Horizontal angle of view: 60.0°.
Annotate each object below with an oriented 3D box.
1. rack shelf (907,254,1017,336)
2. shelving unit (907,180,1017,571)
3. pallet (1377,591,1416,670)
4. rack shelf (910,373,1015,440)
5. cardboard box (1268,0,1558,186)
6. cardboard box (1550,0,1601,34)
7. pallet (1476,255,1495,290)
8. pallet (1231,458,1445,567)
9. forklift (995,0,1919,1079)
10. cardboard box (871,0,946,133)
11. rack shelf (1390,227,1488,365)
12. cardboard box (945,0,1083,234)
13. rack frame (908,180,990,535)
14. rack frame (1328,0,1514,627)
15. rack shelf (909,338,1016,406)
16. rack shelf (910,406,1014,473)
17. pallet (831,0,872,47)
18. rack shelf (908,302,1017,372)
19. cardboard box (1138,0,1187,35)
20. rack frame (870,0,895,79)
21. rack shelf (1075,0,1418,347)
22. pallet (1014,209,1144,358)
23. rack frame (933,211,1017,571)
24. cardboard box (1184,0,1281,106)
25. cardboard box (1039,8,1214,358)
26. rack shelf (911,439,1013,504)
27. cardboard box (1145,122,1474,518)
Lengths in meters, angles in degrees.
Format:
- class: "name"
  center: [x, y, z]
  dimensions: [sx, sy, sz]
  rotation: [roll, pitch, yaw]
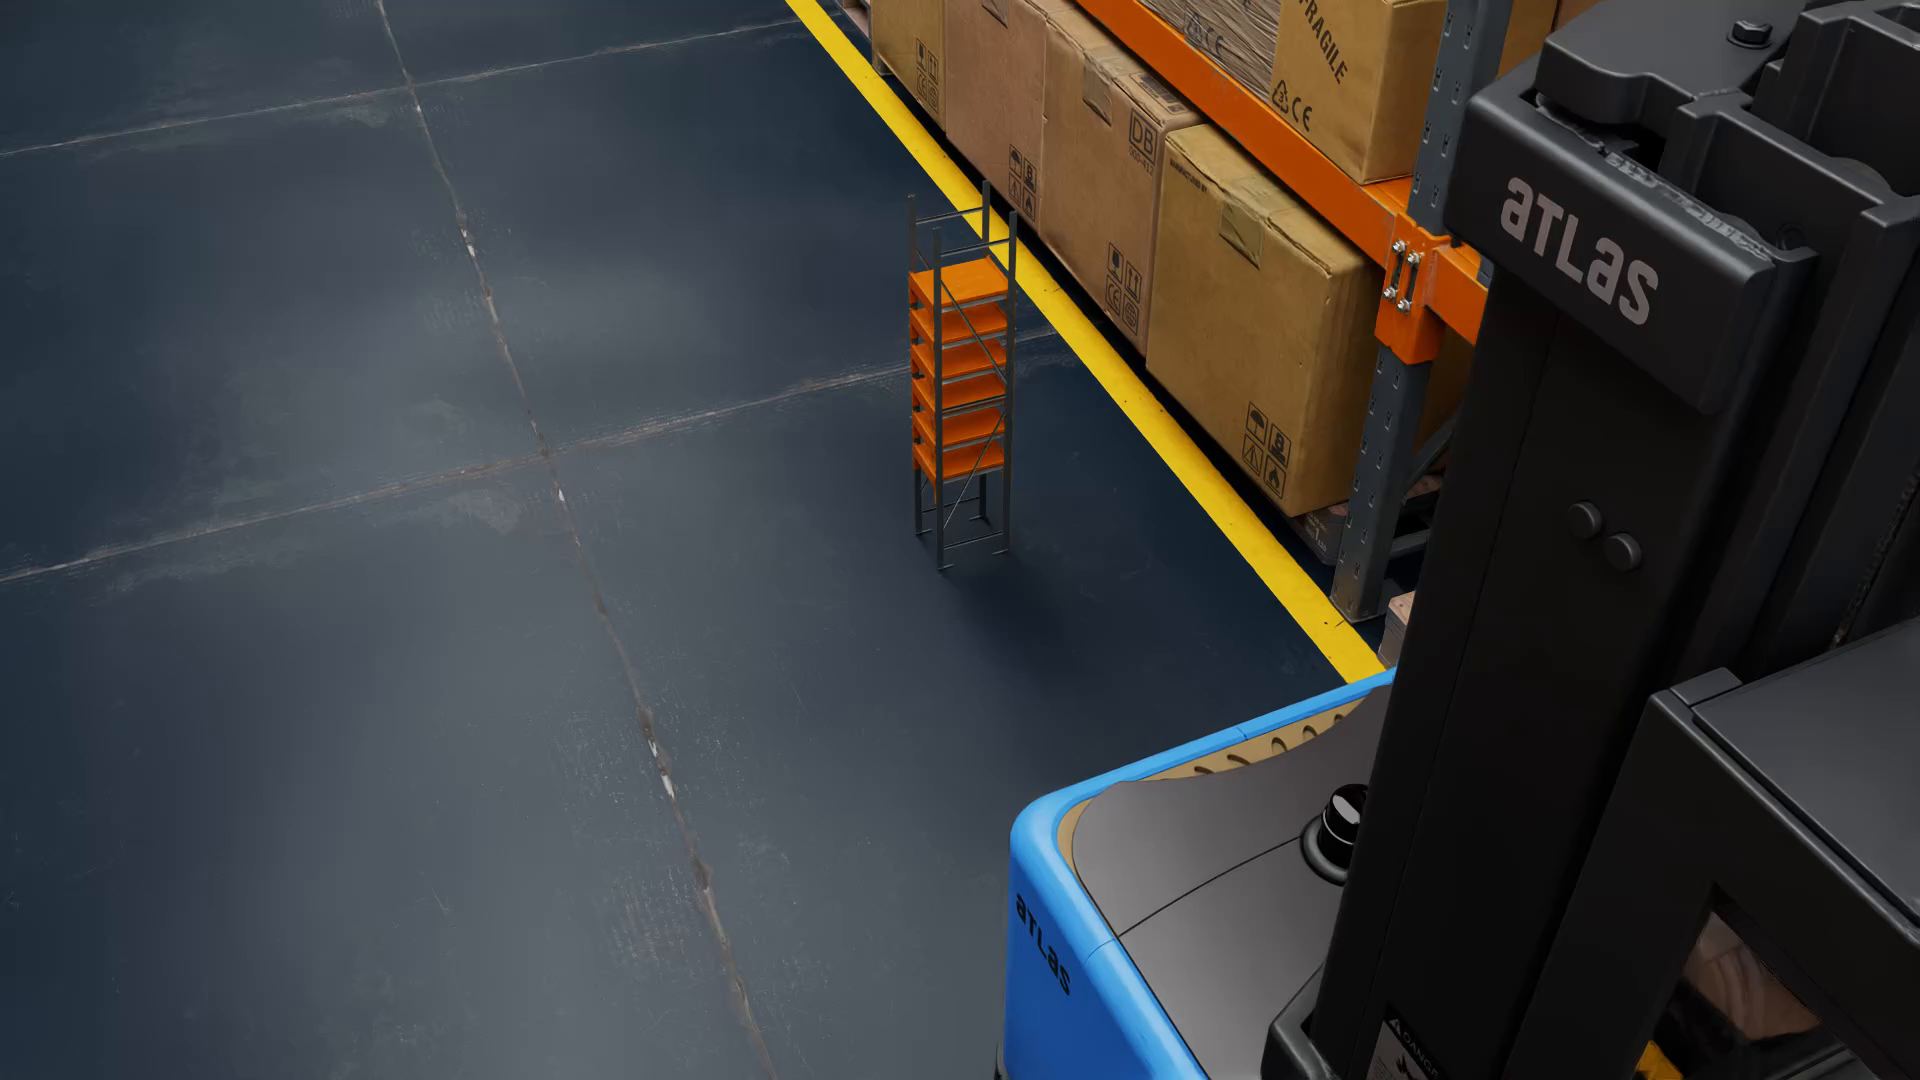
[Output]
- class: "rack shelf"
  center: [0.006, -0.685, 4.643]
  dimensions: [0.258, 0.103, 0.180]
  rotation: [-15, 43, -17]
- class: "shelving unit"
  center: [0.006, -0.446, 4.849]
  dimensions: [0.258, 1.200, 0.189]
  rotation: [-15, 43, -17]
- class: "pallet"
  center: [1.899, 0.487, 4.522]
  dimensions: [1.003, 0.211, 1.213]
  rotation: [-15, 43, -17]
- class: "rack shelf"
  center: [0.006, -0.413, 4.878]
  dimensions: [0.258, 0.103, 0.180]
  rotation: [-15, 43, -17]
- class: "cardboard box"
  center: [1.184, -1.315, 4.402]
  dimensions: [0.500, 0.500, 0.500]
  rotation: [-14, 43, -16]
- class: "cardboard box"
  center: [1.667, -1.440, 4.547]
  dimensions: [0.500, 0.500, 0.500]
  rotation: [-14, 43, -16]
- class: "pallet"
  center: [1.972, -0.566, 3.755]
  dimensions: [1.213, 0.211, 1.003]
  rotation: [-15, 43, -17]
- class: "pallet"
  center: [1.369, -0.478, 5.644]
  dimensions: [1.003, 0.211, 1.213]
  rotation: [-15, 43, -17]
- class: "forklift"
  center: [1.156, 0.930, 1.920]
  dimensions: [1.130, 2.935, 3.031]
  rotation: [-17, 44, -19]
- class: "cardboard box"
  center: [0.334, -2.424, 7.076]
  dimensions: [1.225, 0.875, 0.875]
  rotation: [-15, 43, -17]
- class: "rack shelf"
  center: [2.367, 0.436, 2.994]
  dimensions: [1.077, 0.370, 4.000]
  rotation: [-15, 43, -17]
- class: "cardboard box"
  center: [0.677, -1.886, 6.450]
  dimensions: [1.225, 0.875, 0.875]
  rotation: [-17, 43, -18]
- class: "rack frame"
  center: [-0.029, -0.501, 4.913]
  dimensions: [0.240, 1.200, 0.006]
  rotation: [-15, 43, -17]
- class: "rack frame"
  center: [1.601, -1.041, 4.160]
  dimensions: [1.000, 3.000, 0.127]
  rotation: [-15, 43, -17]
- class: "rack shelf"
  center: [0.006, -0.504, 4.799]
  dimensions: [0.258, 0.103, 0.180]
  rotation: [-15, 43, -17]
- class: "rack shelf"
  center: [0.006, -0.322, 4.956]
  dimensions: [0.258, 0.103, 0.180]
  rotation: [-15, 43, -17]
- class: "pallet"
  center: [-0.148, -2.871, 8.427]
  dimensions: [1.003, 0.211, 1.213]
  rotation: [-15, 43, -17]
- class: "rack shelf"
  center: [0.006, -0.594, 4.721]
  dimensions: [0.258, 0.103, 0.180]
  rotation: [-15, 43, -17]
- class: "cardboard box"
  center: [0.797, -1.929, 5.115]
  dimensions: [0.500, 0.500, 0.500]
  rotation: [-16, 43, -18]
- class: "rack frame"
  center: [0.071, -3.451, 6.963]
  dimensions: [1.000, 3.000, 0.127]
  rotation: [-15, 43, -17]
- class: "rack shelf"
  center: [0.836, -1.973, 5.796]
  dimensions: [1.077, 0.370, 4.000]
  rotation: [-15, 43, -17]
- class: "pallet"
  center: [0.906, -1.212, 6.497]
  dimensions: [1.003, 0.211, 1.213]
  rotation: [-15, 43, -17]
- class: "rack frame"
  center: [0.041, -0.391, 4.785]
  dimensions: [0.240, 1.200, 0.006]
  rotation: [-15, 43, -17]
- class: "cardboard box"
  center: [0.998, -1.617, 4.753]
  dimensions: [0.500, 0.500, 0.500]
  rotation: [-15, 43, -17]
- class: "cardboard box"
  center: [1.023, -1.355, 5.832]
  dimensions: [1.225, 0.875, 0.875]
  rotation: [-15, 43, -17]
- class: "rack shelf"
  center: [0.006, -0.231, 5.034]
  dimensions: [0.258, 0.103, 0.180]
  rotation: [-15, 43, -17]
- class: "cardboard box"
  center: [1.357, -0.816, 5.206]
  dimensions: [1.225, 0.875, 0.875]
  rotation: [-17, 44, -19]
